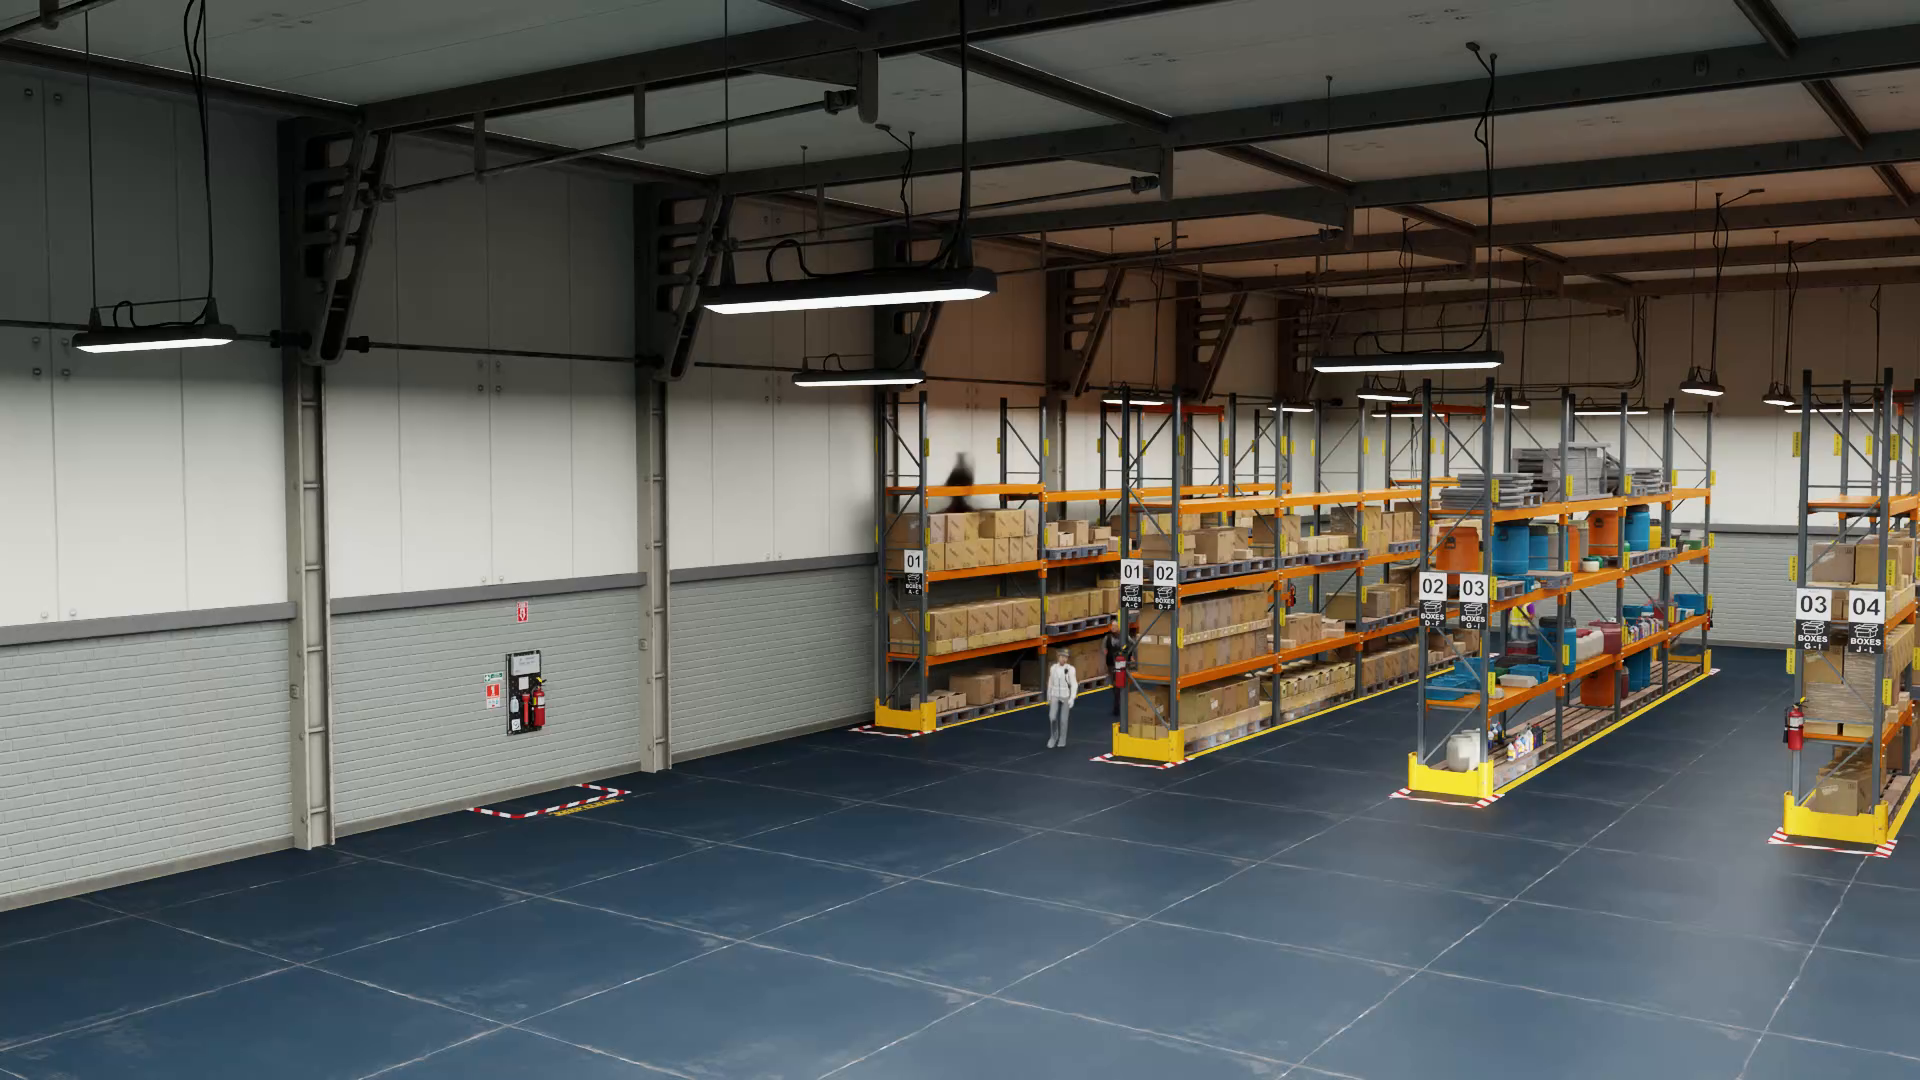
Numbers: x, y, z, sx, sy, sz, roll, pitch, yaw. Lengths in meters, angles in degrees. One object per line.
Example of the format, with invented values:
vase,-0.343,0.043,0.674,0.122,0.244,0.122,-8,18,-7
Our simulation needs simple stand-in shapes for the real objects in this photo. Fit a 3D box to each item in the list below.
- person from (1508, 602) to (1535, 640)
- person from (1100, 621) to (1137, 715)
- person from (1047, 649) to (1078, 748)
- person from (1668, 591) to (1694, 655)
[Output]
person,12.866,2.002,38.243,0.672,1.789,0.726,1,3,24
person,2.957,2.408,31.354,0.631,1.774,0.830,2,4,31
person,1.691,2.624,27.623,0.538,1.670,0.513,1,3,10
person,16.498,2.042,38.345,0.658,1.734,0.599,-2,4,-34
